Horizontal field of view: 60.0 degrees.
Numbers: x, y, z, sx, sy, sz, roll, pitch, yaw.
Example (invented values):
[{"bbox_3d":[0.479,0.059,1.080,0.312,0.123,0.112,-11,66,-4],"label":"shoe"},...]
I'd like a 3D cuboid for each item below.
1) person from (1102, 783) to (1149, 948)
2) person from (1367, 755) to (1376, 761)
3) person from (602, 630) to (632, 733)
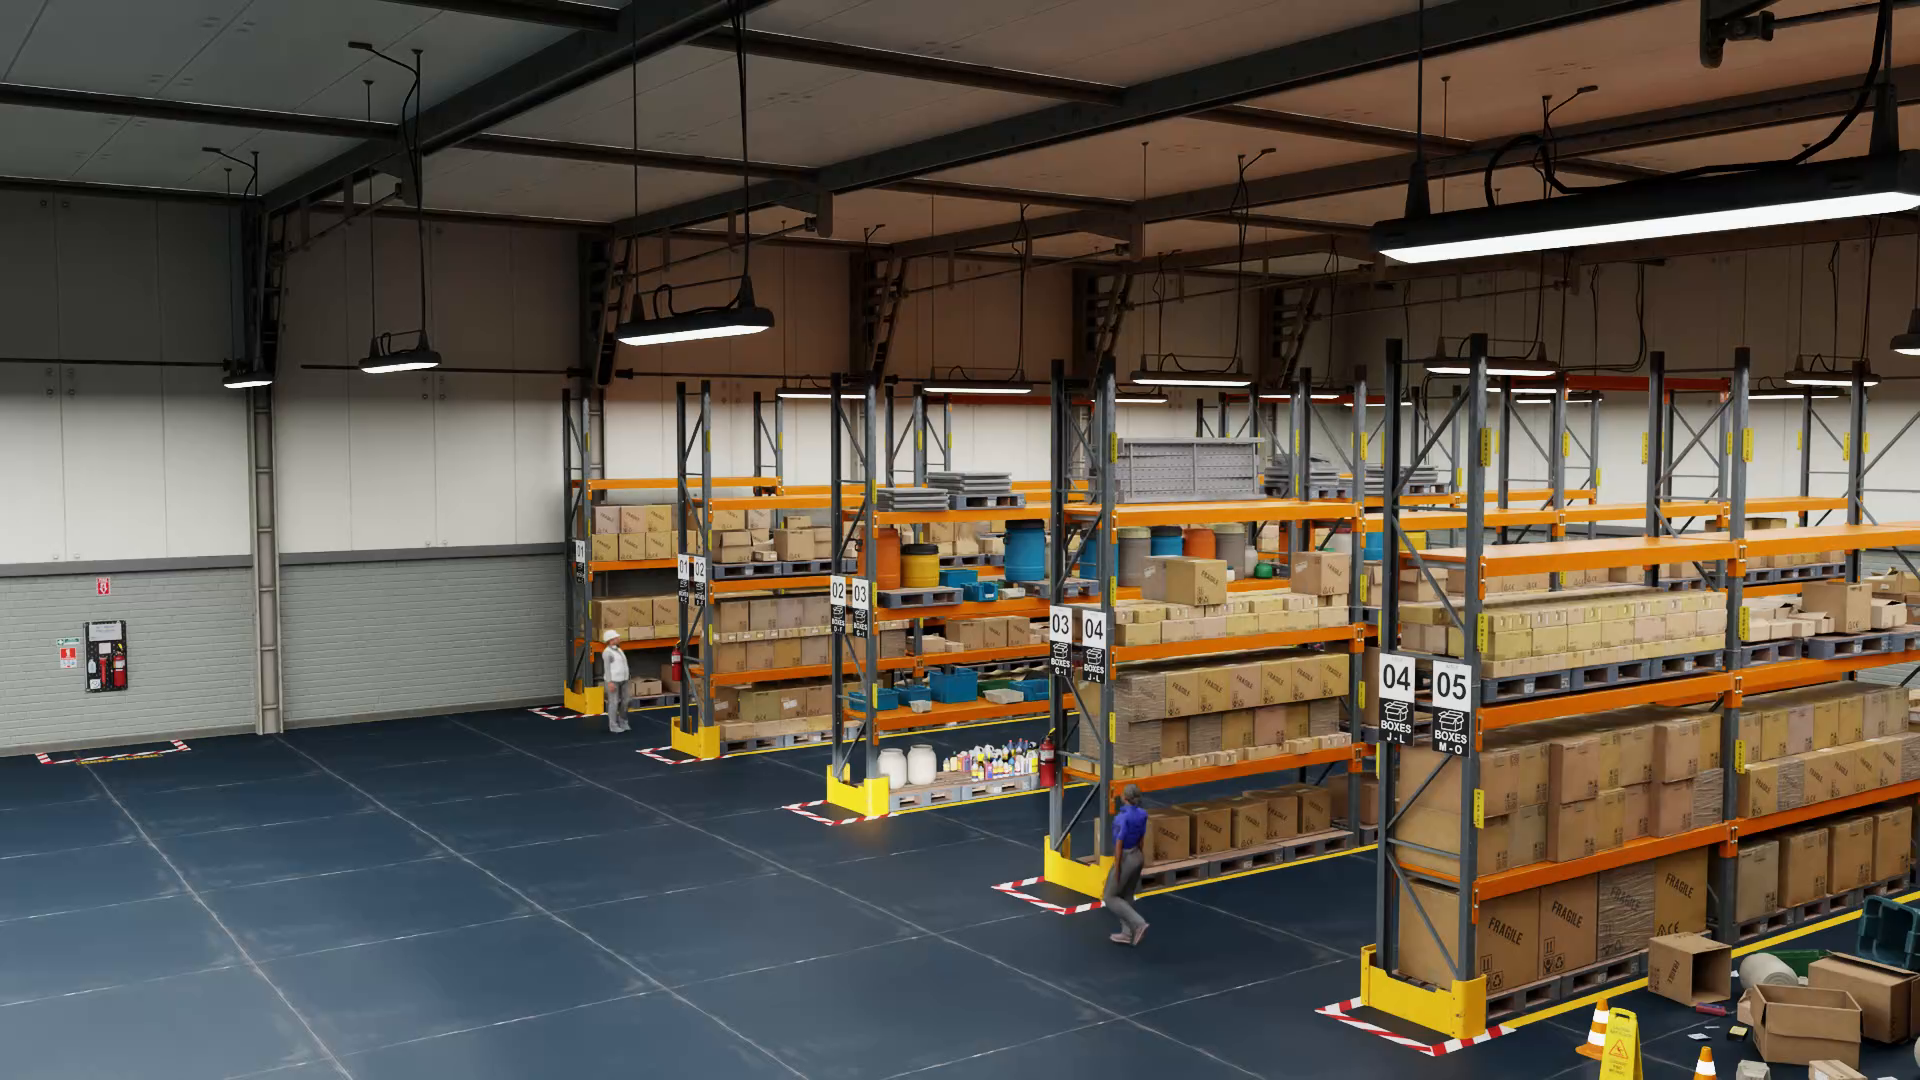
[{"bbox_3d":[1.696,3.254,16.665,0.481,1.647,0.468,2,4,25],"label":"person"},{"bbox_3d":[6.742,2.588,26.294,0.588,1.790,0.486,-3,5,-41],"label":"person"},{"bbox_3d":[-5.943,2.449,28.818,0.435,1.798,0.616,2,4,31],"label":"person"}]
